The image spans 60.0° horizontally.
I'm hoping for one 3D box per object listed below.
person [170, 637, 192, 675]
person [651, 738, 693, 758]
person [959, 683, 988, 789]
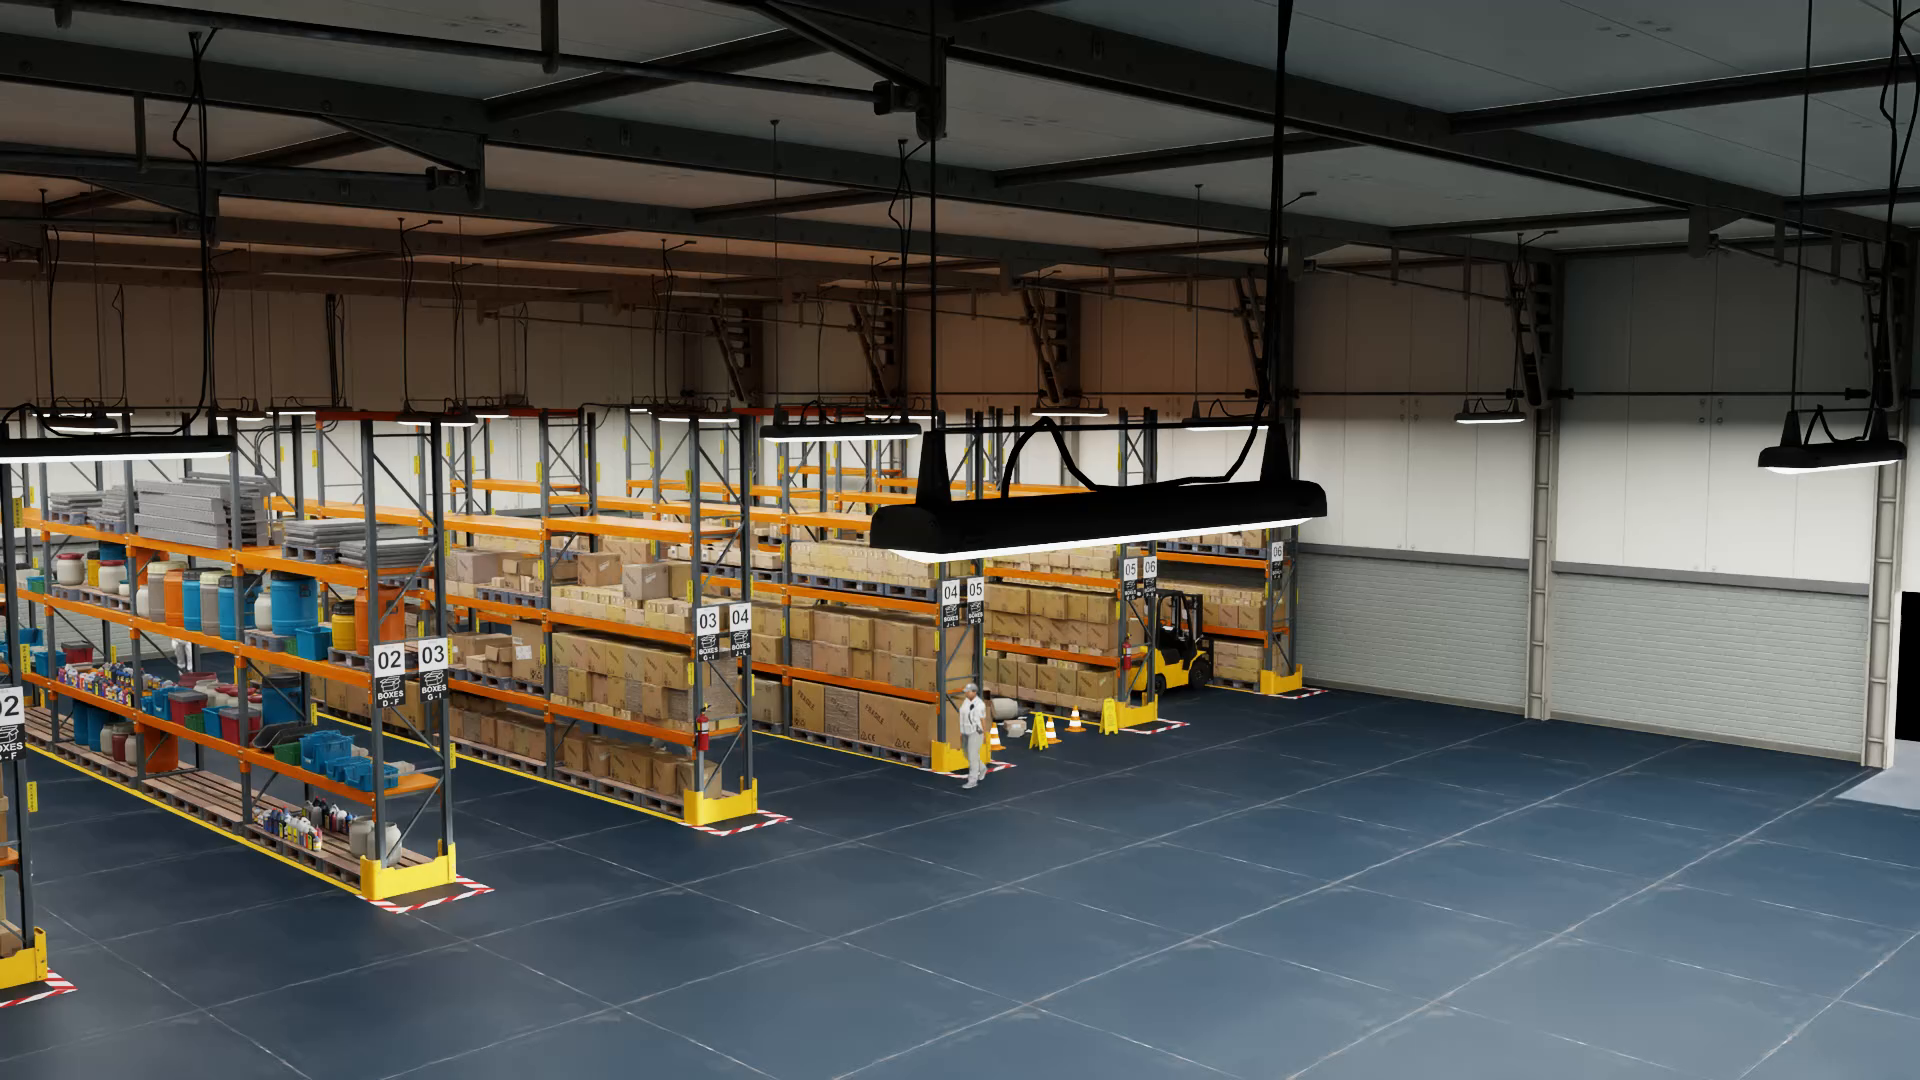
[{"bbox_3d":[-16.985,2.220,36.348,0.529,1.718,1.049,-3,6,-27],"label":"person"},{"bbox_3d":[-4.923,2.958,28.819,1.099,1.609,0.508,2,5,19],"label":"person"},{"bbox_3d":[0.240,3.122,26.862,0.734,1.653,0.462,-4,6,-36],"label":"person"}]
